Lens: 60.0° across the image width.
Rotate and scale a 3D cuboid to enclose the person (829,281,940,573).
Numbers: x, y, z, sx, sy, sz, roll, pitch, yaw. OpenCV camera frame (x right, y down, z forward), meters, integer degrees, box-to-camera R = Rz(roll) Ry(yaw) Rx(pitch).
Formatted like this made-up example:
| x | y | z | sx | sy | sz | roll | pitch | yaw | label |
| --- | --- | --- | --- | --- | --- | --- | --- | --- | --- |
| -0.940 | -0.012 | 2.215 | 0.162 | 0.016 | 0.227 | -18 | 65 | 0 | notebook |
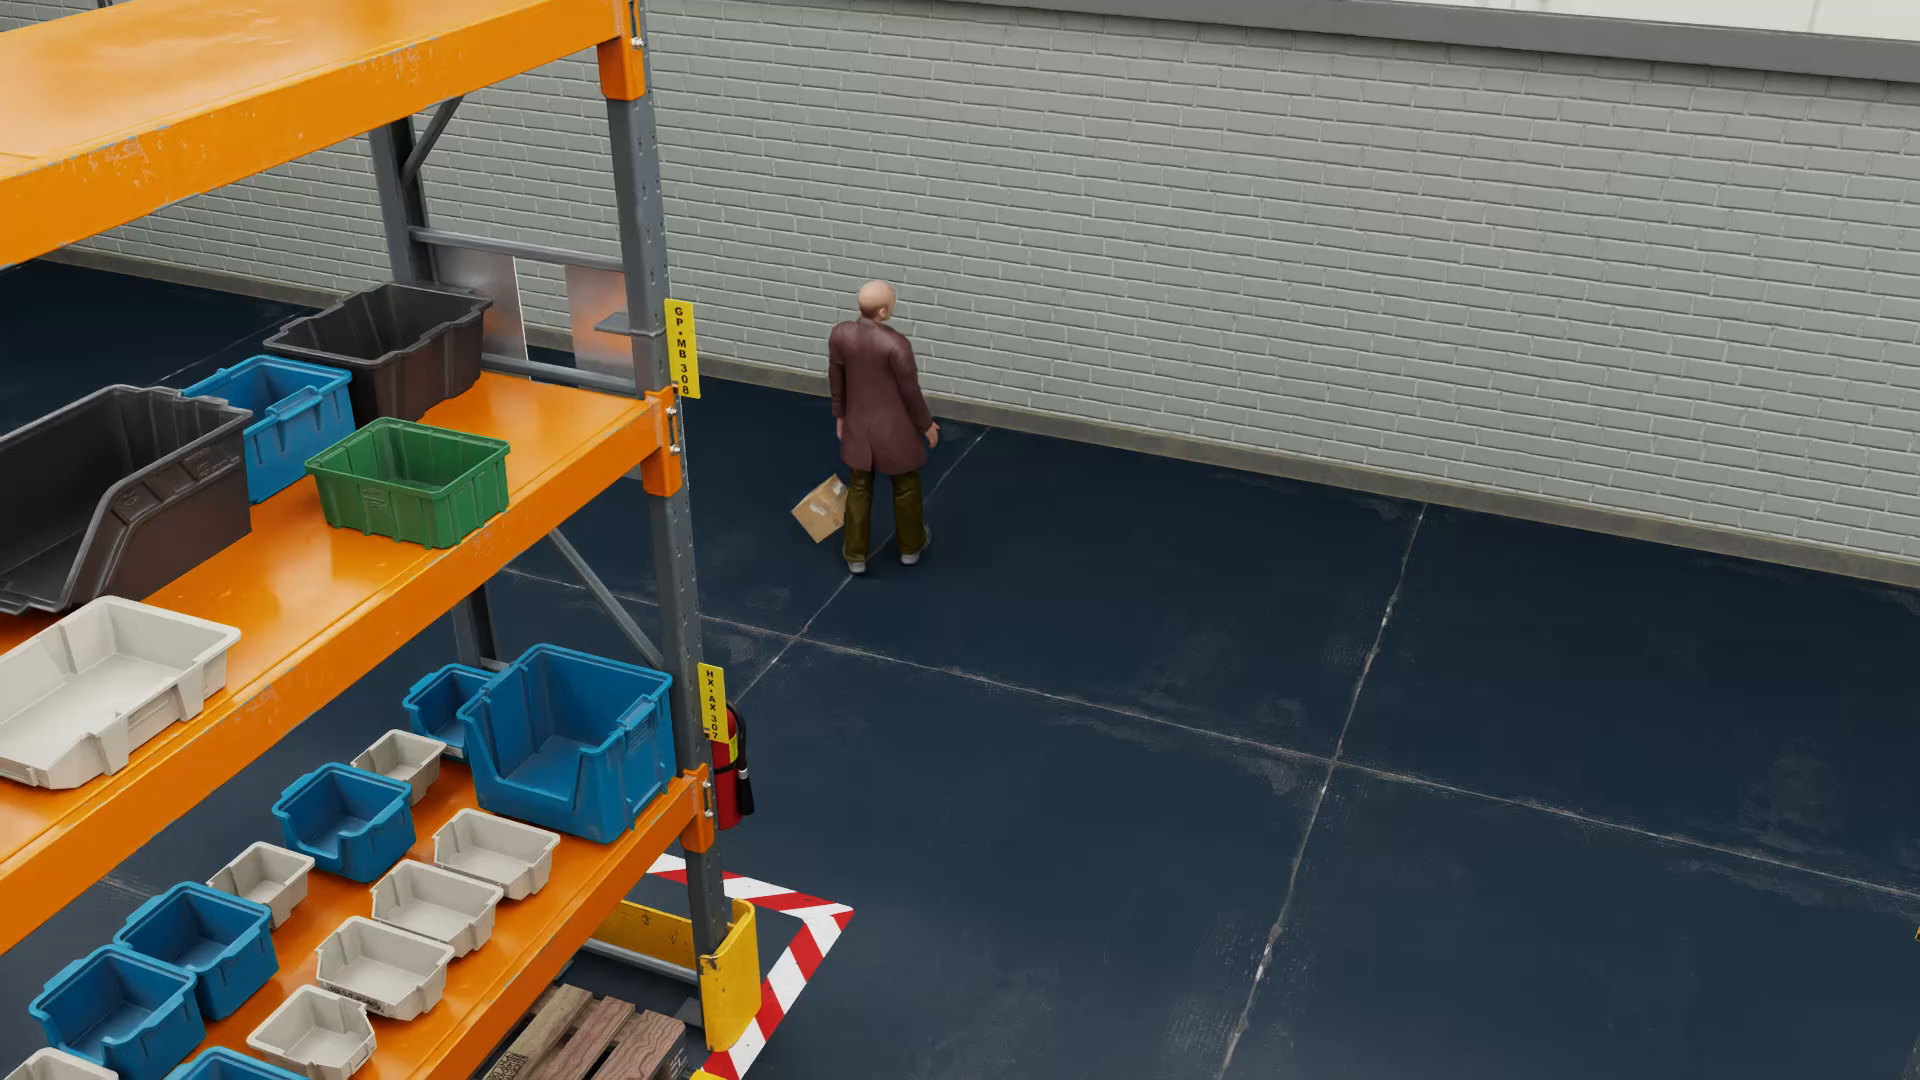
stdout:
| x | y | z | sx | sy | sz | roll | pitch | yaw | label |
| --- | --- | --- | --- | --- | --- | --- | --- | --- | --- |
| -0.423 | -0.681 | 9.583 | 0.632 | 1.784 | 0.602 | 14 | 32 | 23 | person |
